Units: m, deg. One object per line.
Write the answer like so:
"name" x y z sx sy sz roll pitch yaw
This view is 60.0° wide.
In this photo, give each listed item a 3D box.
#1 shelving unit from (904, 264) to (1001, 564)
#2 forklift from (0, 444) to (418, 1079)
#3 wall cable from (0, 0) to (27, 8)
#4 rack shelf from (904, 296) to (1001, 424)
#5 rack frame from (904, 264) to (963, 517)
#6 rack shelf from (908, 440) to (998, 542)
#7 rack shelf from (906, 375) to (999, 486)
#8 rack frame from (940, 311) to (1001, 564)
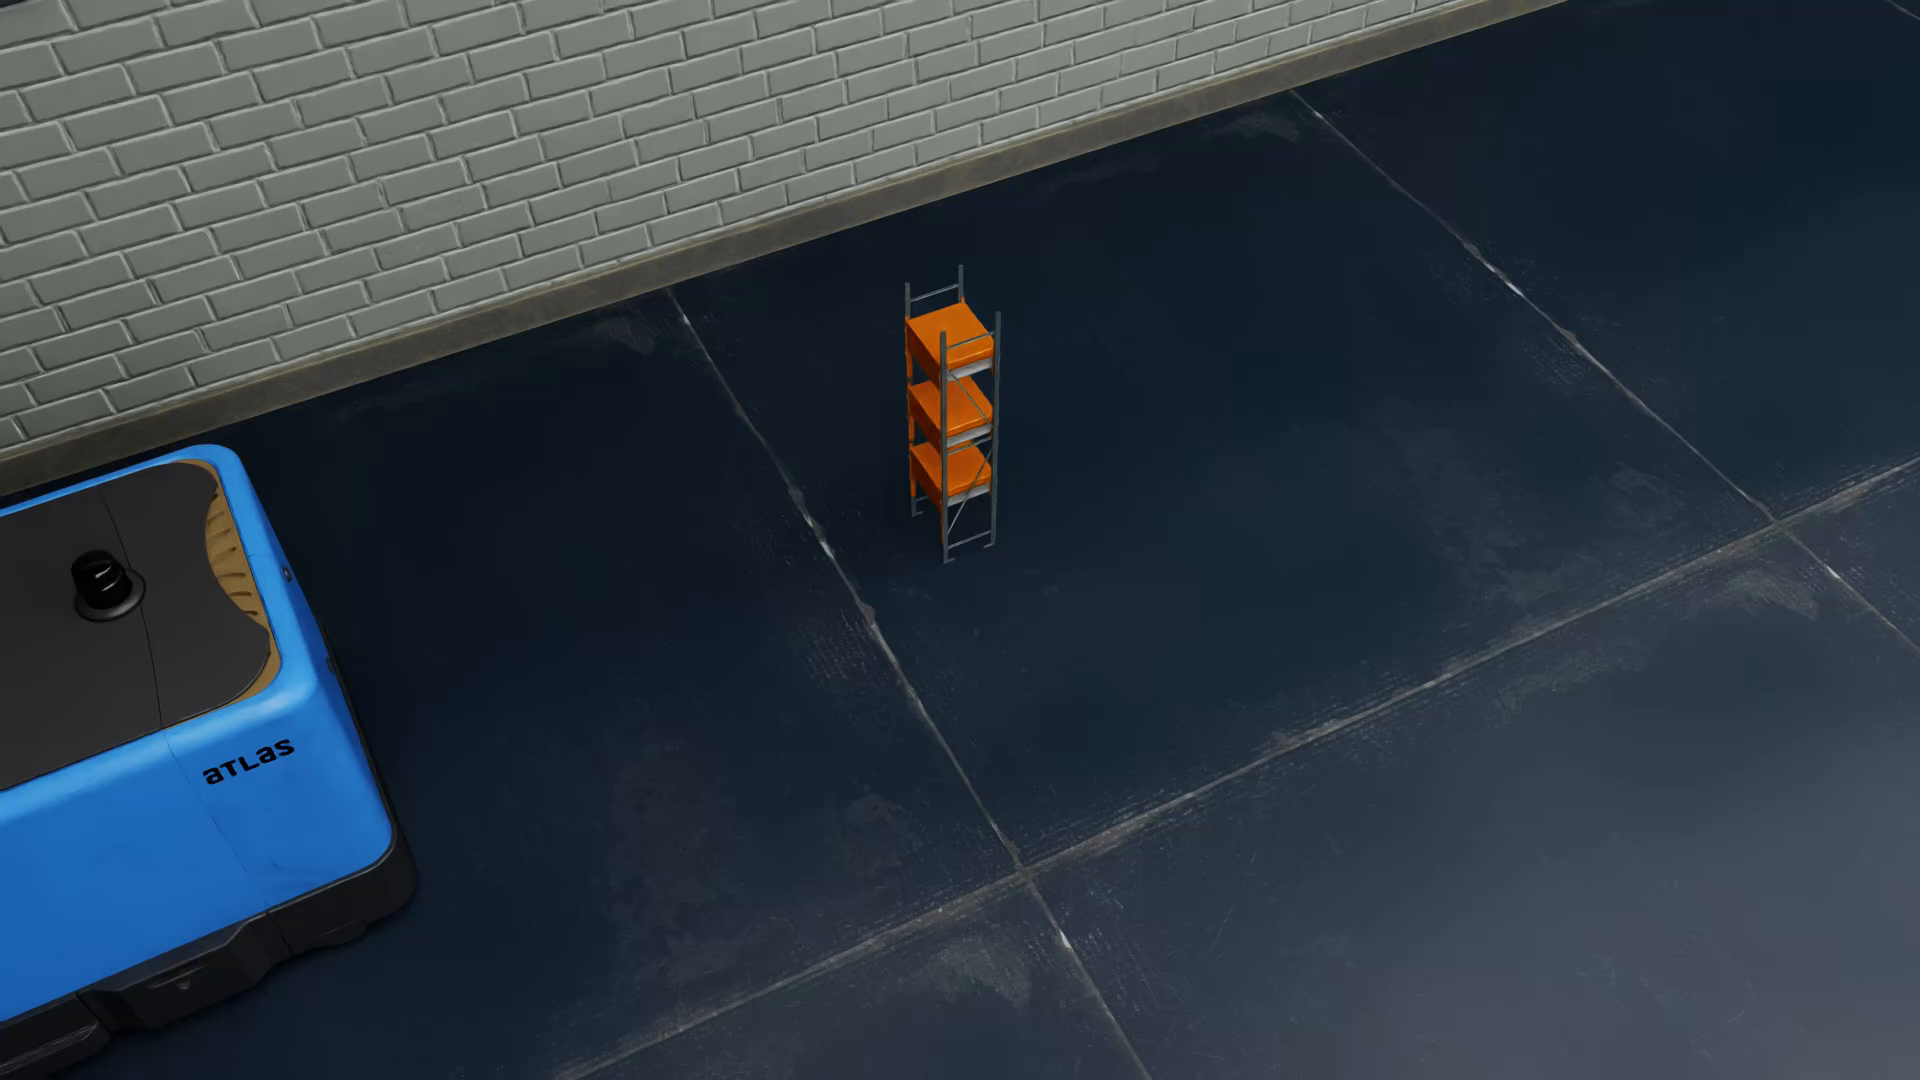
"shelving unit" -0.024 -0.381 5.386 0.215 1.050 0.252 -21 52 -18
"forklift" -3.106 0.302 3.538 3.031 2.935 1.130 -22 52 -18
"wall cable" -3.801 -1.921 3.515 3.097 2.526 0.112 -21 52 -18
"rack shelf" -0.024 -0.561 5.181 0.215 0.259 0.240 -21 52 -18
"rack frame" -0.080 -0.463 5.458 0.200 1.050 0.008 -21 52 -18
"rack shelf" -0.024 -0.192 5.603 0.215 0.259 0.240 -21 52 -18
"rack shelf" -0.024 -0.374 5.394 0.215 0.259 0.240 -21 52 -18
"rack frame" 0.031 -0.300 5.315 0.200 1.050 0.008 -21 52 -18
